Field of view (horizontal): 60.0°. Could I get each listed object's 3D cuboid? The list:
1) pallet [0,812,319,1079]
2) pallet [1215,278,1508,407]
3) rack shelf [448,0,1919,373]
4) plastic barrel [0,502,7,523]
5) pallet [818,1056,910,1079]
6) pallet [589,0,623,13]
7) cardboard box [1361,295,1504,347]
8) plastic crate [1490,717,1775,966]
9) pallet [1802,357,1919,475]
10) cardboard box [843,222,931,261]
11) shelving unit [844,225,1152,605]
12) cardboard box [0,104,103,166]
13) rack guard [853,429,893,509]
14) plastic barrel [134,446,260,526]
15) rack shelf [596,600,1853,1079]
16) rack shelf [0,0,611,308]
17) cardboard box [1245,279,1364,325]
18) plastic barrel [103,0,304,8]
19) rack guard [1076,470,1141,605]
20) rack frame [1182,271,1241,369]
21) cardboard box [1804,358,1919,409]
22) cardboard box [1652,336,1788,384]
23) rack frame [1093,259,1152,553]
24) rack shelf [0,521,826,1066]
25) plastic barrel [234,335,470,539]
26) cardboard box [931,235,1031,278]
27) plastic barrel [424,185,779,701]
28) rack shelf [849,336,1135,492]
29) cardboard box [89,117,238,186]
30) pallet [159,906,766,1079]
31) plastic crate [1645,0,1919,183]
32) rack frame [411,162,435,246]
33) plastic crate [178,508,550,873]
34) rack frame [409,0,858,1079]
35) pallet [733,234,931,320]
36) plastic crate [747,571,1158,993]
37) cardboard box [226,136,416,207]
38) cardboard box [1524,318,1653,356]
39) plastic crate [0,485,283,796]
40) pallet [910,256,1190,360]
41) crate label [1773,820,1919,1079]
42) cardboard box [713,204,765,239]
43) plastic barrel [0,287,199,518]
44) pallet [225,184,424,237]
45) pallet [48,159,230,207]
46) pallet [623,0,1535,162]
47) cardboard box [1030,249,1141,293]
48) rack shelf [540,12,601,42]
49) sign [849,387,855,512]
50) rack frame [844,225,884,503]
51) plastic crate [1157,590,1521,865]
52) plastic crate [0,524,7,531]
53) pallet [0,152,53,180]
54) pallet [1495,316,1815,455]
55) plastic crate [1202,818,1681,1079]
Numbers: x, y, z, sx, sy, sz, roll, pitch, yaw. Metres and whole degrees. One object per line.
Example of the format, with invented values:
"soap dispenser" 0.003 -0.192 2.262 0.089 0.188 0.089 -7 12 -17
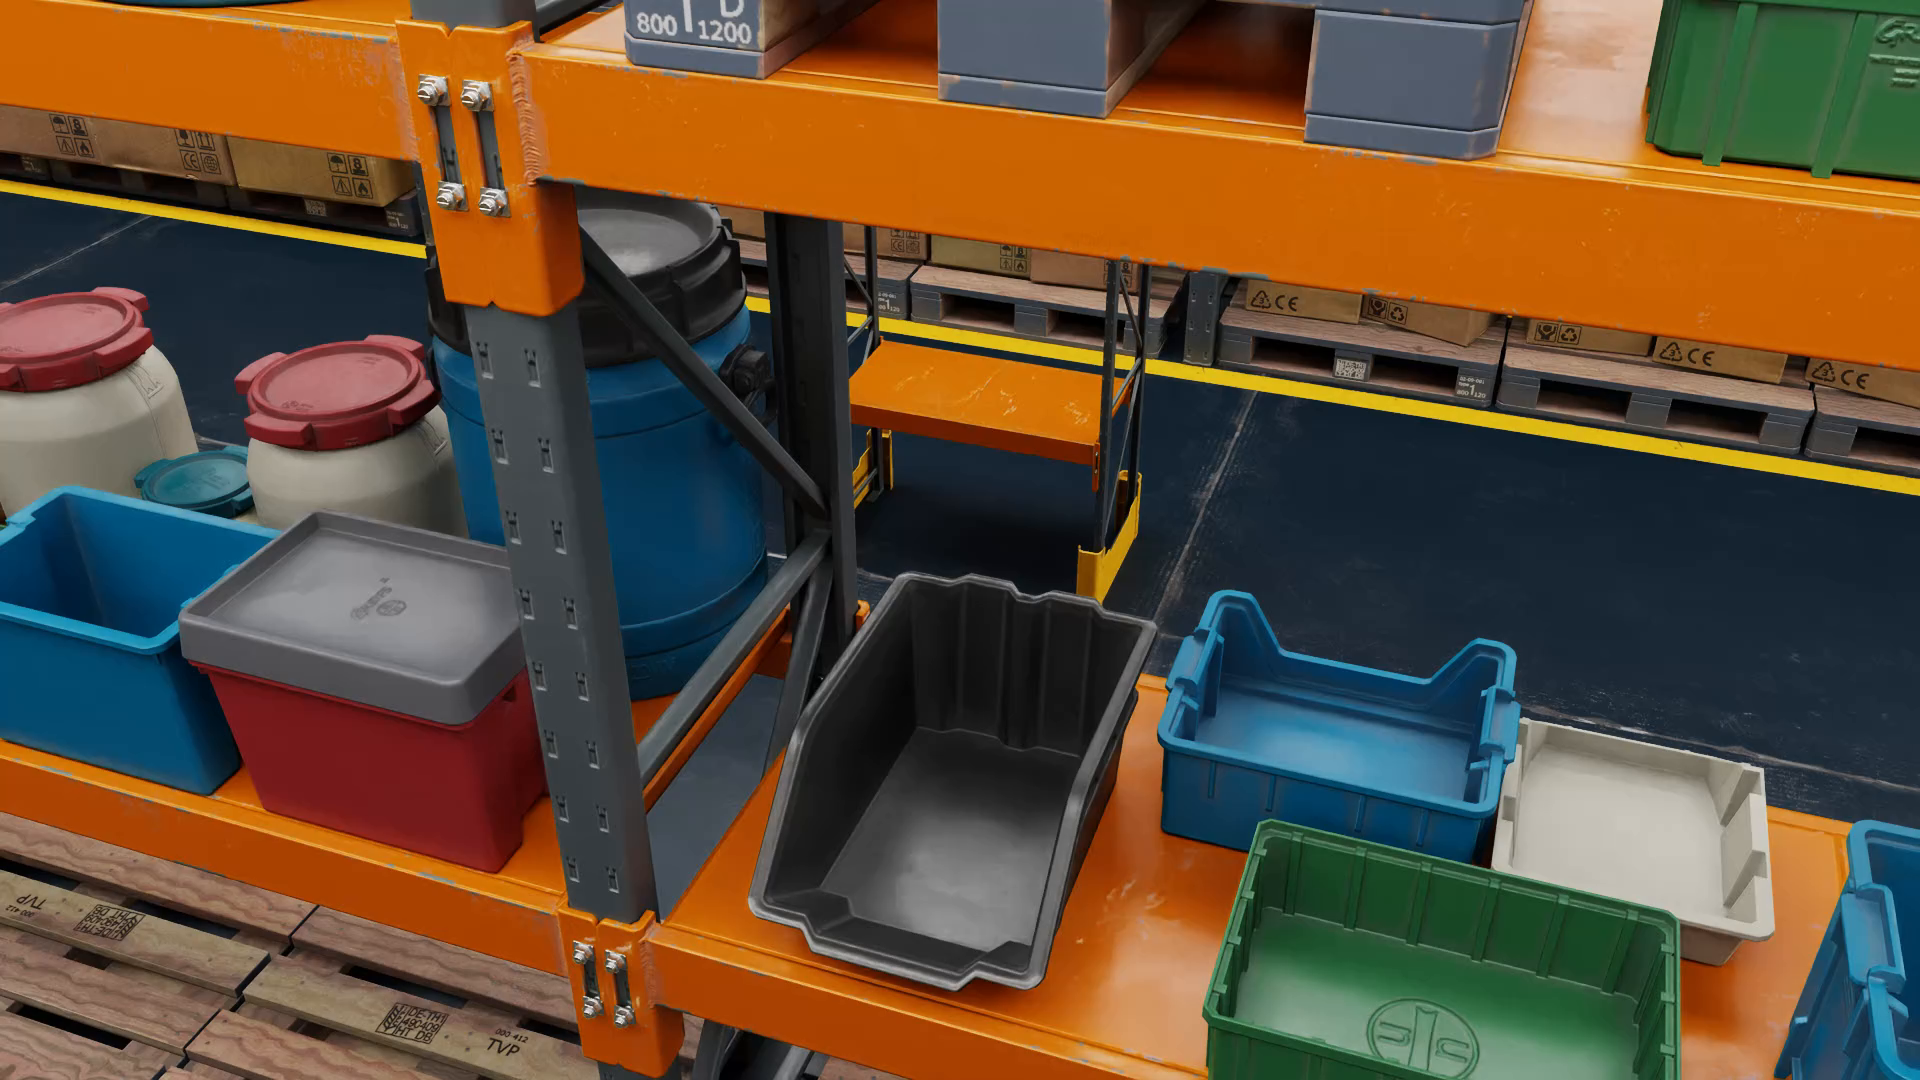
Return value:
"pallet" -2.348 1.061 4.412 1.213 0.211 1.003 11 34 16
"pallet" 1.872 -1.017 7.631 1.213 0.211 1.003 11 34 16
"rack shelf" 1.440 -0.356 1.934 4.000 0.370 1.077 11 34 16
"plastic barrel" -2.368 -0.322 3.858 0.433 0.535 0.433 0 33 0
"pallet" 0.175 1.551 3.653 1.213 0.211 1.003 11 34 16
"pallet" -1.831 -2.869 8.105 1.003 0.211 1.213 11 34 16
"cardboard box" 2.133 -1.225 7.300 0.500 0.500 0.500 23 39 31
"plastic crate" 1.171 0.514 2.931 0.437 0.136 0.530 11 34 16
"pallet" 4.169 -0.571 6.939 1.213 0.211 1.003 11 34 16
"cardboard box" -0.312 -1.751 8.095 0.500 0.500 0.700 8 34 12
"shelving unit" 0.072 -0.616 5.822 1.083 1.500 0.587 11 34 16
"cardboard box" -4.852 -2.771 9.348 0.875 0.875 1.225 10 34 15
"rack guard" -0.397 -0.182 6.302 0.087 0.250 0.587 11 34 16
"plastic barrel" -1.637 -0.027 3.654 0.301 0.262 0.301 0 33 0
"rack shelf" 1.440 0.904 2.748 4.000 0.370 1.077 11 34 16
"rack shelf" -2.326 -1.088 3.068 4.000 0.370 1.077 11 34 16
"cardboard box" 1.591 -1.326 7.456 0.500 0.500 0.500 10 34 15
"plastic barrel" -0.995 -1.217 2.143 0.708 0.901 0.600 11 34 16
"rack guard" 0.541 0.000 6.019 0.087 0.250 0.587 11 34 16
"rack frame" 1.228 -2.293 7.037 0.127 3.000 1.000 11 34 16
"cardboard box" 3.837 -0.903 6.800 0.500 0.500 0.500 21 38 29
"cardboard box" 3.254 -1.027 6.992 0.500 0.500 0.500 14 35 21
"rack frame" 0.559 -0.521 5.675 0.032 1.500 0.500 11 34 16
"rack shelf" -2.326 0.172 3.882 4.000 0.370 1.077 11 34 16
"plastic barrel" -1.270 -0.109 3.527 0.433 0.535 0.433 0 33 0
"cardboard box" 0.214 -1.648 7.937 0.500 0.500 0.700 11 34 16
"plastic barrel" -0.705 -0.200 3.333 0.708 0.901 0.600 11 34 16
"rack shelf" 0.080 -0.463 5.917 1.000 0.185 0.538 11 34 16
"cardboard box" -4.017 -2.613 9.104 0.875 0.875 1.225 11 34 17
"pallet" -1.195 1.283 4.068 1.213 0.211 1.003 11 34 16
"plastic crate" 0.950 -0.508 1.701 0.450 0.188 0.336 11 34 16
"rack frame" -2.538 -3.025 8.171 0.127 3.000 1.000 11 34 16
"plastic crate" -1.002 0.276 2.998 0.583 0.464 0.402 11 34 16
"rack frame" -0.443 0.236 3.120 0.127 3.000 1.000 11 34 16
"pallet" -0.658 -1.486 8.357 1.213 0.211 1.003 11 34 16
"plastic crate" 0.007 0.422 2.888 0.504 0.338 0.767 11 34 16
"cardboard box" -3.180 -2.446 8.845 0.875 0.875 1.225 9 34 14
"cardboard box" 2.744 -1.152 7.186 0.500 0.500 0.500 8 34 12
"plastic crate" -1.586 0.199 3.191 0.575 0.384 0.392 11 34 16
"pallet" 0.494 -1.264 8.013 1.213 0.211 1.003 11 34 16
"crate label" 1.499 0.754 2.284 0.616 0.435 0.502 11 34 16
"cardboard box" -0.838 -1.853 8.253 0.500 0.500 0.700 14 35 20
"plastic barrel" -1.960 -0.243 3.735 0.433 0.535 0.433 0 33 0
"pallet" -3.254 -2.037 9.210 1.213 0.211 1.003 11 34 16
"pallet" -4.399 -2.261 9.557 1.213 0.211 1.003 11 34 16
"pallet" 0.269 -0.863 2.230 1.003 0.211 1.213 11 34 16
"cardboard box" 0.657 -1.552 7.787 0.500 0.500 0.700 8 34 13
"rack shelf" -0.655 -2.357 7.799 4.000 0.370 1.077 11 34 16
"sign" -0.247 -0.160 3.477 0.005 0.325 0.100 11 34 16
"rack frame" -0.398 -0.707 5.963 0.032 1.500 0.500 11 34 16
"plastic crate" 0.690 0.362 3.061 0.616 0.251 0.499 11 34 16
"plastic crate" -2.178 0.150 3.448 0.662 0.188 0.450 11 34 16
"pallet" -5.551 -2.483 9.901 1.213 0.211 1.003 11 34 16
"pallet" 3.024 -0.795 7.286 1.213 0.211 1.003 11 34 16
"plastic crate" 0.740 0.717 2.569 0.662 0.188 0.450 11 34 16
